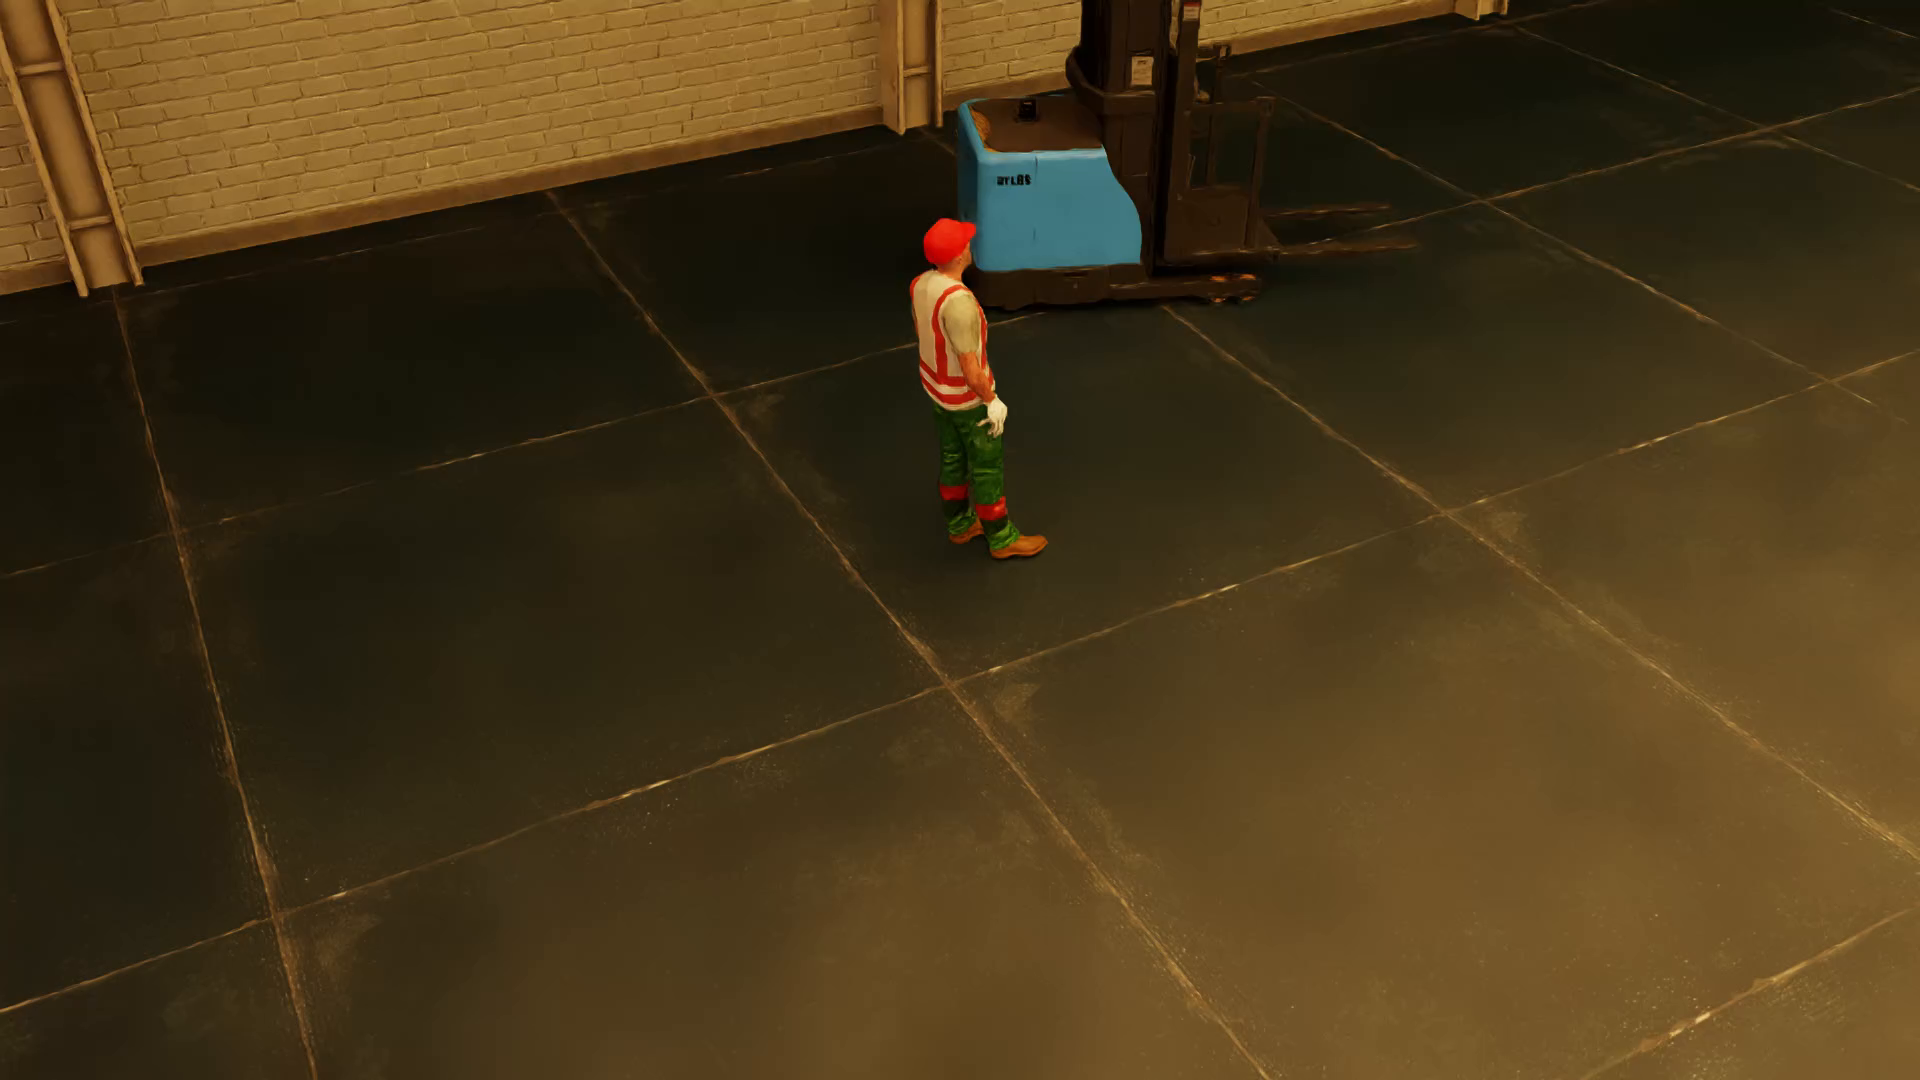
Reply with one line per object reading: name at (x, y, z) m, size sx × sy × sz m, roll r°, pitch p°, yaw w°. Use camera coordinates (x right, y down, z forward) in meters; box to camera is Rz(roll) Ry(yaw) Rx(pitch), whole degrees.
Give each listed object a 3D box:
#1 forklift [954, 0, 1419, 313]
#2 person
forklift at (1.525, -3.066, 10.461) m, size 3.031 × 2.935 × 1.130 m, roll -6°, pitch 36°, yaw -9°
person at (0.076, -0.752, 8.165) m, size 0.563 × 1.787 × 0.637 m, roll -17°, pitch 39°, yaw -23°
